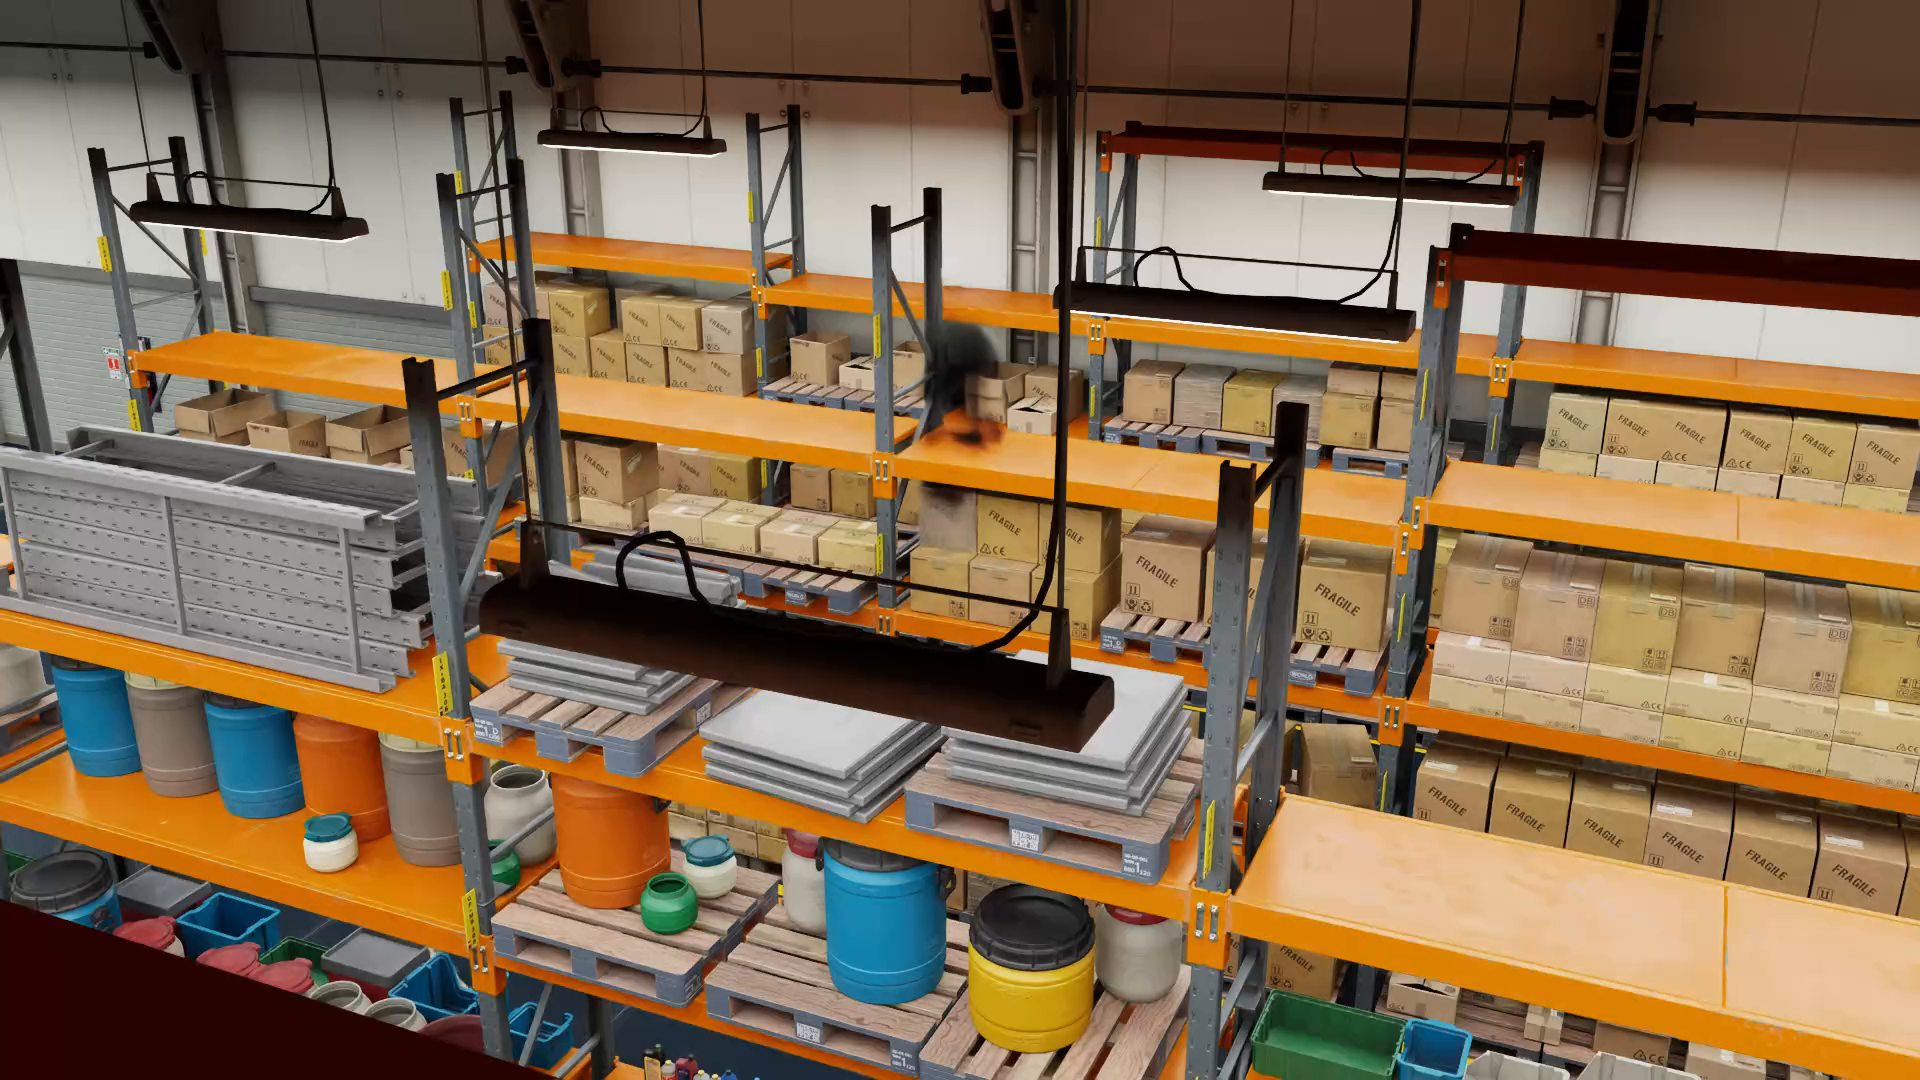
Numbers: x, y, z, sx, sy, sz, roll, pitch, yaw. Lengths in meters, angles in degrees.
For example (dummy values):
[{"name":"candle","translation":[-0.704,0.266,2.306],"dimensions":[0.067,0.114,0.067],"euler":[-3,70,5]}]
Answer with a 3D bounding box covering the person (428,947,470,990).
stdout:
[{"name":"person","translation":[-4.102,2.780,12.661],"dimensions":[1.004,1.769,0.660],"euler":[9,22,23]}]
